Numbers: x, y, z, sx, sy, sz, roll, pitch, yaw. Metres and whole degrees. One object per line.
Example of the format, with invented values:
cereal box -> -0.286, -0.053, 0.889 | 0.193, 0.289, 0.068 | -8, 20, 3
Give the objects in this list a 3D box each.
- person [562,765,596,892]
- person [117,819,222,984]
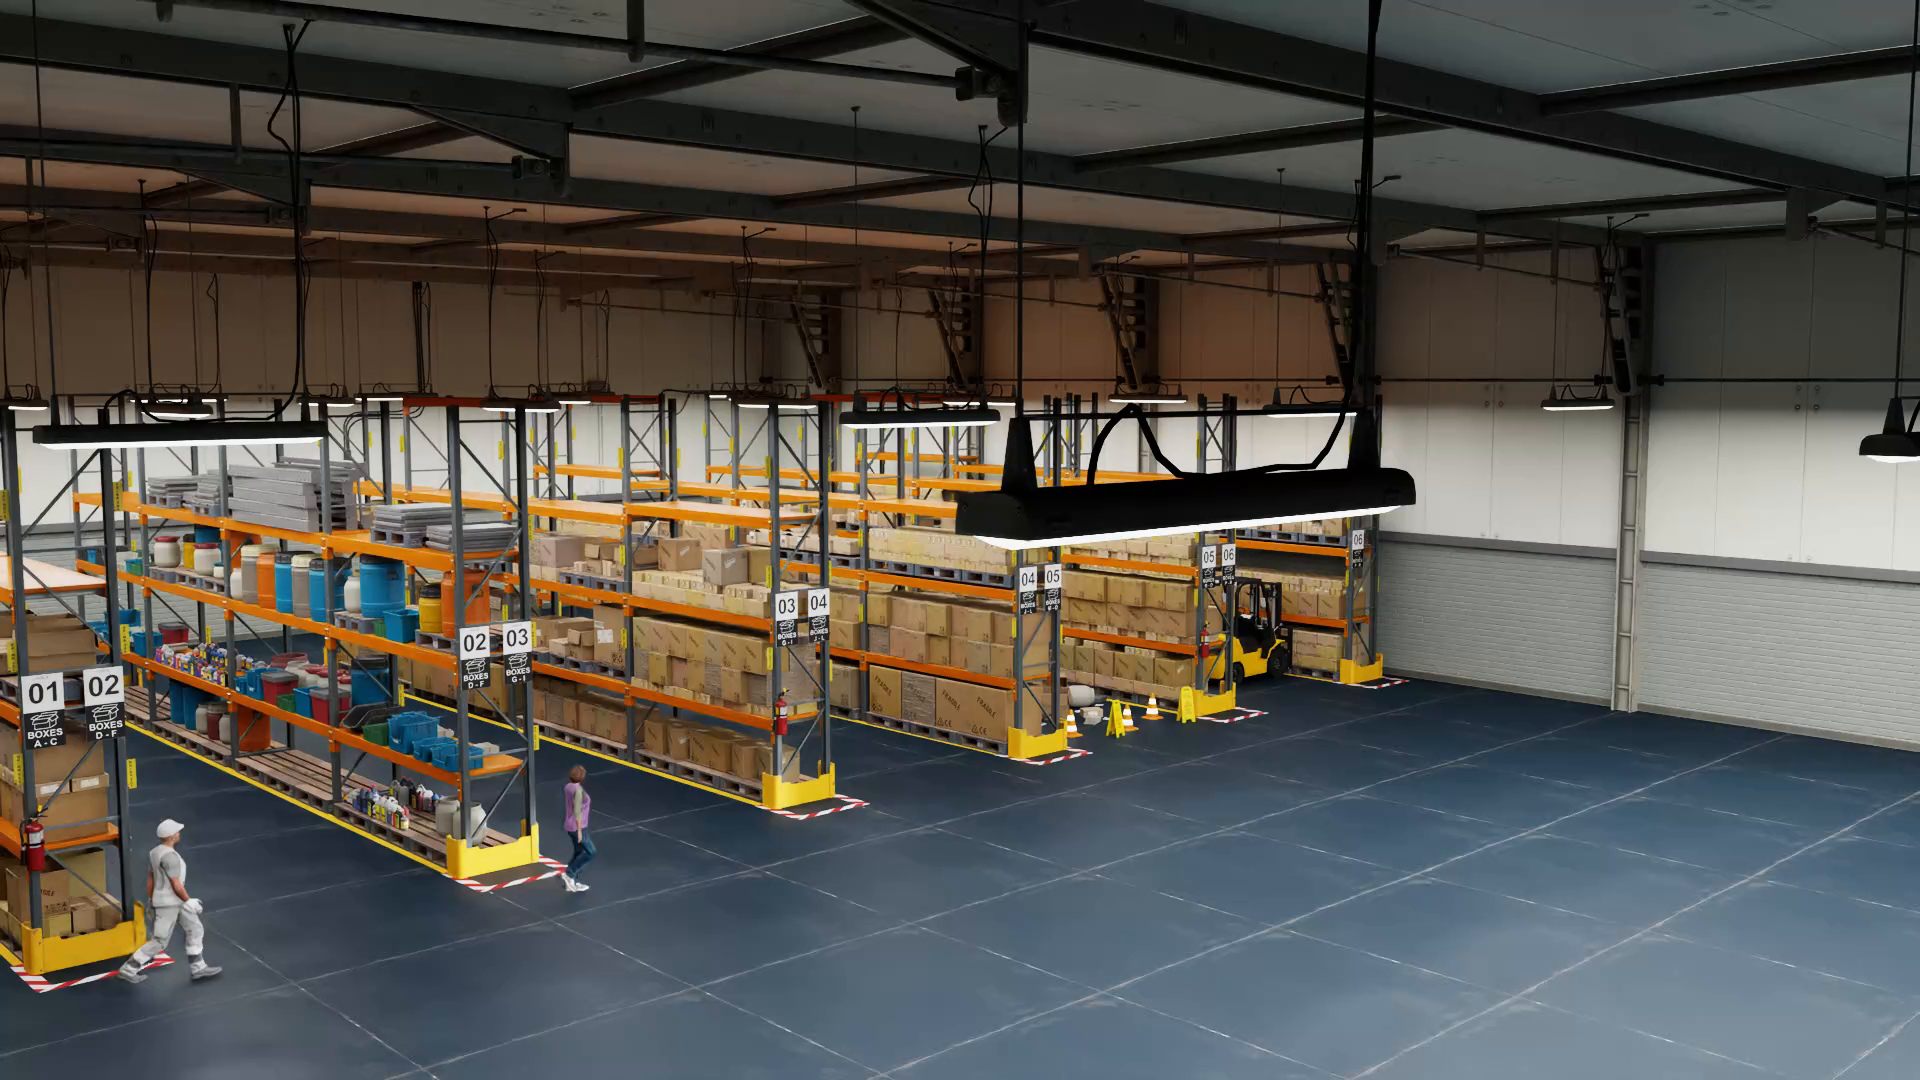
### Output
person -> -4.695, 3.552, 20.481 | 0.421, 1.591, 0.487 | -1, 6, -9
person -> -8.286, 3.788, 17.367 | 0.989, 1.746, 0.489 | -2, 6, -19
